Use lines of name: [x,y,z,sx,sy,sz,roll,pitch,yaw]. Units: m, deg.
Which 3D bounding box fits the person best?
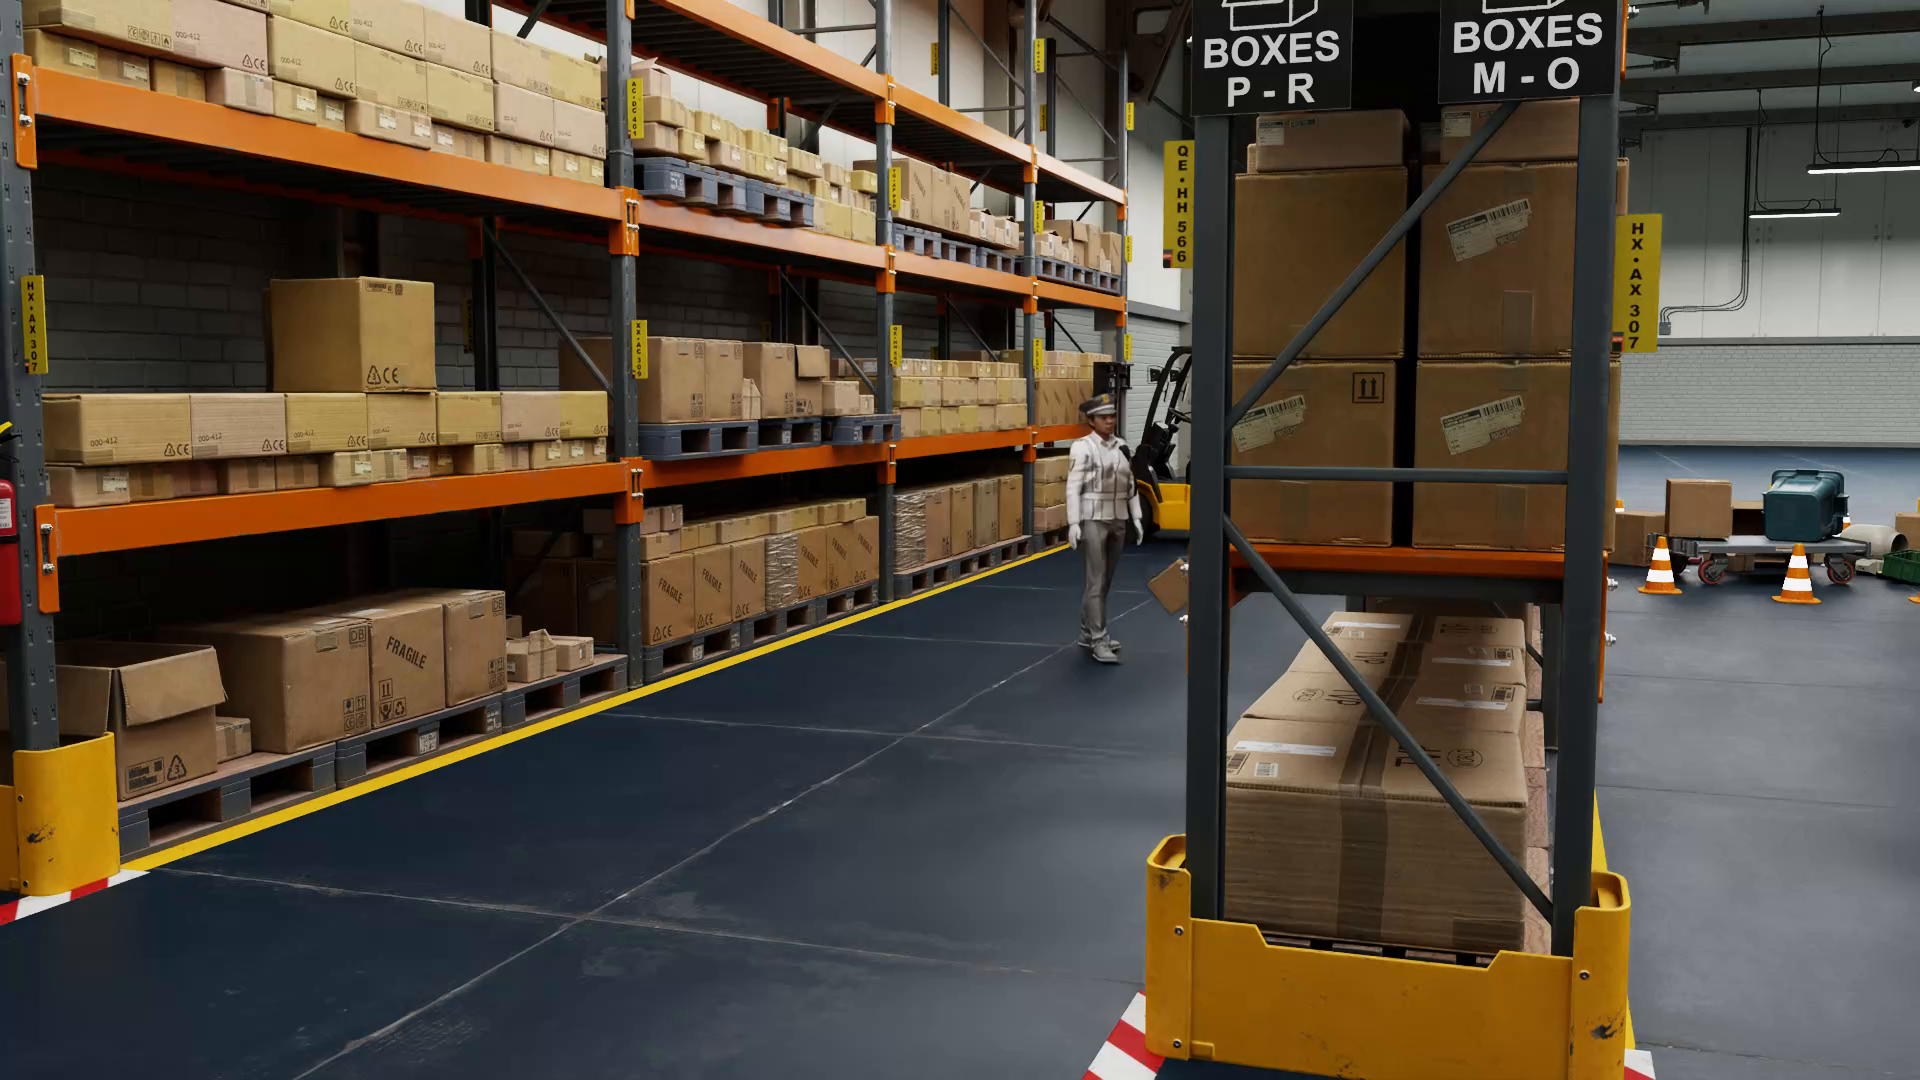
person: [0.908,-0.092,10.580,0.584,1.681,0.595,-4,7,-36]
